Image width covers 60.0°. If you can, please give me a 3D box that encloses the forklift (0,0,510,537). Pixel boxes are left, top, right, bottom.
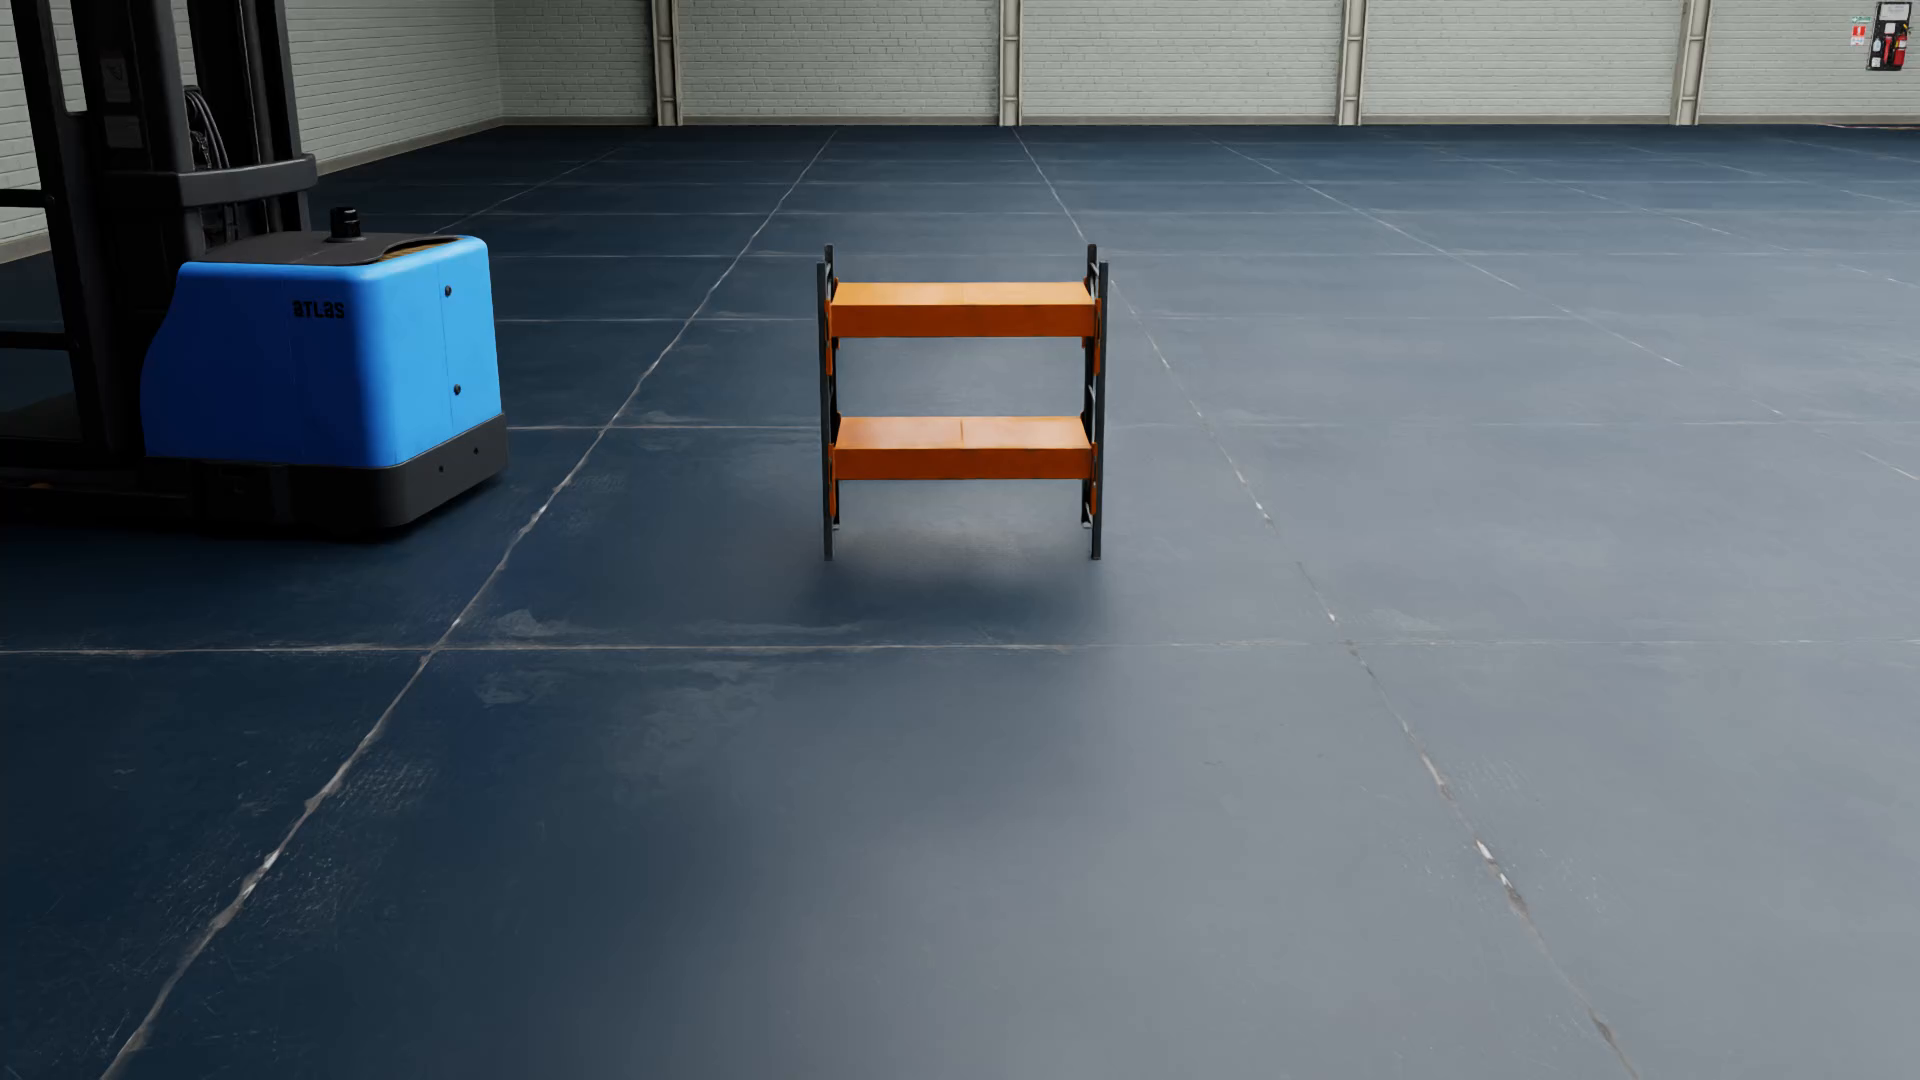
[{"bbox_3d":[-3.559,-1.615,6.782,3.031,2.935,1.130,4,18,11],"label":"forklift"}]

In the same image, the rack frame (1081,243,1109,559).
[{"bbox_3d":[0.515,-0.538,6.384,0.032,1.125,0.500,0,18,-1],"label":"rack frame"}]

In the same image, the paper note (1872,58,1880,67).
[{"bbox_3d":[16.236,-8.466,29.469,0.142,0.148,0.016,0,18,-1],"label":"paper note"}]

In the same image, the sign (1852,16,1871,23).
[{"bbox_3d":[15.864,-9.160,29.266,0.331,0.109,0.001,0,18,-1],"label":"sign"}]

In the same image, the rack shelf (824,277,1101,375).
[{"bbox_3d":[0.007,-0.814,6.286,1.000,0.278,0.538,0,18,-1],"label":"rack shelf"}]

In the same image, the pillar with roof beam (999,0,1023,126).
[{"bbox_3d":[0.956,-10.320,23.987,0.400,9.000,9.100,0,18,-1],"label":"pillar with roof beam"}]

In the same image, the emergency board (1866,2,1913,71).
[{"bbox_3d":[16.414,-8.865,29.271,0.643,1.169,0.194,0,18,-1],"label":"emergency board"}]

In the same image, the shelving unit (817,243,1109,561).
[{"bbox_3d":[0.007,-0.536,6.376,1.048,1.125,0.538,0,18,-1],"label":"shelving unit"}]

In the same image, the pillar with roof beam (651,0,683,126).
[{"bbox_3d":[-5.044,-10.291,23.896,0.400,9.000,9.100,0,18,-1],"label":"pillar with roof beam"}]

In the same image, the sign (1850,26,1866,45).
[{"bbox_3d":[15.860,-8.911,29.356,0.234,0.329,0.001,0,18,-1],"label":"sign"}]

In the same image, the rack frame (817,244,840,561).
[{"bbox_3d":[-0.502,-0.533,6.368,0.032,1.125,0.500,0,18,-1],"label":"rack frame"}]

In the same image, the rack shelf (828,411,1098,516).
[{"bbox_3d":[0.007,-0.303,6.451,1.000,0.278,0.538,0,18,-1],"label":"rack shelf"}]

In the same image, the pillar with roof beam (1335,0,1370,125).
[{"bbox_3d":[6.955,-10.349,24.077,0.400,9.000,9.100,0,18,-1],"label":"pillar with roof beam"}]

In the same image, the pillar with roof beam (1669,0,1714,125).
[{"bbox_3d":[12.954,-10.378,24.167,0.400,9.000,9.100,0,18,-1],"label":"pillar with roof beam"}]
